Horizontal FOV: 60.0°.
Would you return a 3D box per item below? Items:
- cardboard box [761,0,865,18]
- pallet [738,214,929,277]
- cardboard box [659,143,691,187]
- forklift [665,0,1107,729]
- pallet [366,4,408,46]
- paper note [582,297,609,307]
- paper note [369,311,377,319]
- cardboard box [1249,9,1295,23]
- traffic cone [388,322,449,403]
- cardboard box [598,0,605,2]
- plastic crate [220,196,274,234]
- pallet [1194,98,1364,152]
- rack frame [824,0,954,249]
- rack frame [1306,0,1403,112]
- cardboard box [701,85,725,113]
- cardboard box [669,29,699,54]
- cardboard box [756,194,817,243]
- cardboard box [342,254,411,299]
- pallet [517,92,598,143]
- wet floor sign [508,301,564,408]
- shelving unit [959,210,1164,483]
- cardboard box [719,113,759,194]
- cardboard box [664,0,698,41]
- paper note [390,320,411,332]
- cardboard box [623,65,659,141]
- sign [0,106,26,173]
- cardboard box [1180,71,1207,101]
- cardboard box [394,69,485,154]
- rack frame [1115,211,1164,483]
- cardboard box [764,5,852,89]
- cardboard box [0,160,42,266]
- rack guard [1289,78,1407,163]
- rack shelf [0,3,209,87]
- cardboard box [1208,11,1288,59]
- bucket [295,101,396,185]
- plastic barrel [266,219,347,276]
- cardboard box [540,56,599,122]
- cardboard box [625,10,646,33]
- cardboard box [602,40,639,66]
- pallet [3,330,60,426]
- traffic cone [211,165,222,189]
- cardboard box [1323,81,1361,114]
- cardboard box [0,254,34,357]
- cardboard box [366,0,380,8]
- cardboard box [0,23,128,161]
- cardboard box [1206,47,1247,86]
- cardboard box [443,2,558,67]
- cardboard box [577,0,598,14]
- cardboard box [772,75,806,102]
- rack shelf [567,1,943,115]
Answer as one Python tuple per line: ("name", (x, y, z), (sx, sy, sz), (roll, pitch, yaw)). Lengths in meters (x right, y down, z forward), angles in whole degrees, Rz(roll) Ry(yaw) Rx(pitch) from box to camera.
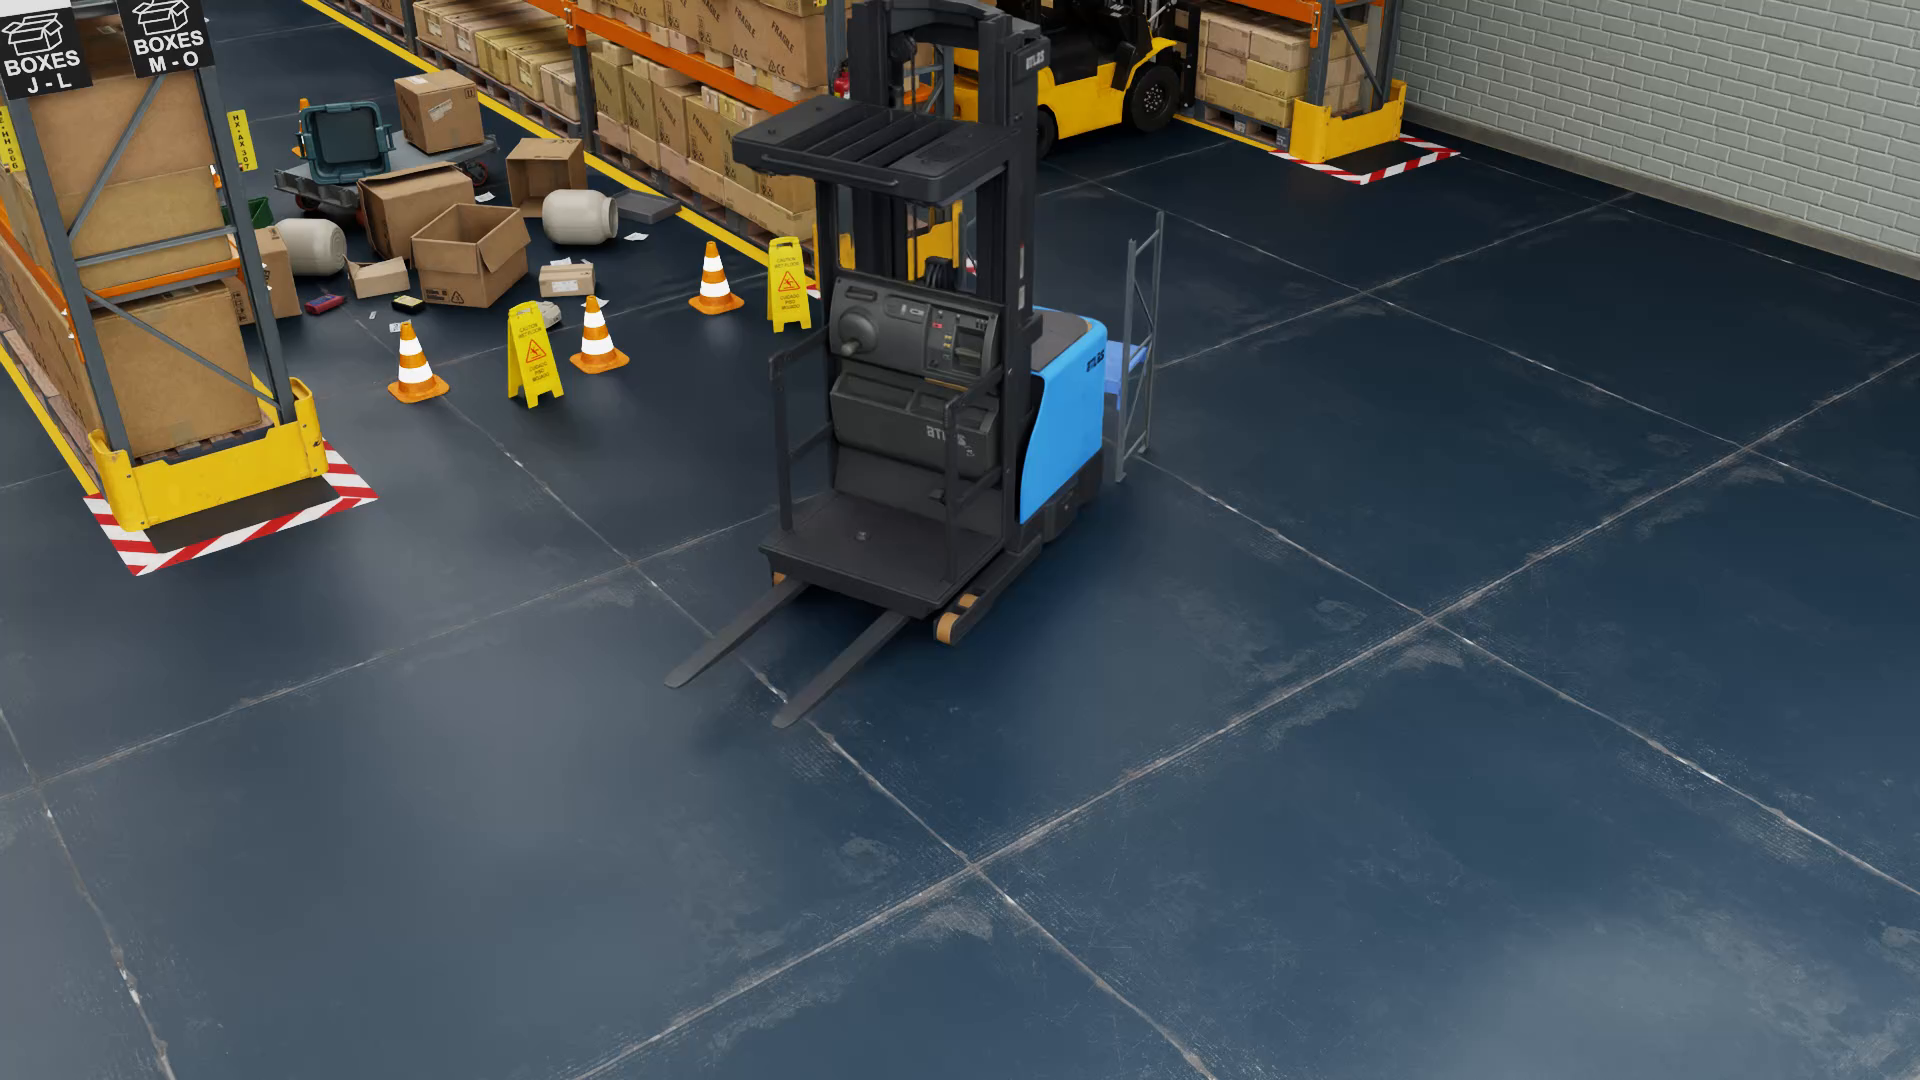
("cardboard box", (-0.959, -3.955, 11.451), (0.700, 0.500, 0.500), (-23, 39, -33))
("pallet", (-0.990, -2.417, 12.941), (1.003, 0.211, 1.213), (-22, 38, -31))
("cardboard box", (-2.114, -3.125, 13.646), (0.500, 0.250, 0.500), (-23, 38, -32))
("forklift", (-0.339, -0.989, 8.065), (1.130, 2.935, 3.031), (17, 36, 25))
("pallet", (-5.803, -5.722, 18.263), (1.003, 0.211, 1.213), (-22, 38, -31))
("paper note", (-2.626, -1.708, 11.972), (0.142, 0.019, 0.148), (18, 36, 27))
("paper note", (-4.171, -1.597, 11.813), (0.032, 0.001, 0.123), (-4, 32, -7))
("cardboard box", (2.991, -4.731, 15.284), (0.500, 0.250, 0.500), (-22, 38, -31))
("traffic cone", (-3.526, -1.179, 10.710), (0.336, 0.463, 0.334), (-22, 38, -31))
("cardboard box", (-2.877, -4.782, 13.730), (0.500, 0.500, 0.500), (-22, 38, -32))
("plastic crate", (-5.633, -2.424, 12.921), (0.450, 0.188, 0.662), (-13, 33, -1))
("pallet", (2.943, -3.948, 15.406), (1.003, 0.211, 1.213), (-22, 38, -31))
("rack frame", (-0.474, -3.220, 11.591), (1.000, 3.000, 0.127), (-22, 38, -31))
("rack frame", (3.445, -4.827, 14.179), (1.000, 3.000, 0.127), (-22, 38, -31))
("cardboard box", (-1.761, -3.421, 12.798), (0.380, 0.149, 0.250), (-21, 37, -29))
("cardboard box", (-2.033, -3.913, 12.945), (0.380, 0.149, 0.250), (-22, 38, -32))
("cardboard box", (-1.196, -2.490, 12.624), (0.500, 0.250, 0.500), (-22, 38, -32))
("cardboard box", (-4.266, -1.961, 12.156), (0.396, 0.266, 0.258), (-16, 35, -23))
("pallet", (-3.405, -4.026, 15.532), (1.003, 0.211, 1.213), (-22, 38, -31))
("wet floor sign", (-2.740, -1.204, 10.578), (0.232, 0.644, 0.267), (26, 40, 35))
("shelving unit", (0.574, -1.212, 9.780), (1.048, 1.500, 0.538), (14, 34, 21))
("cardboard box", (-1.493, -3.014, 12.758), (0.500, 0.500, 0.500), (-21, 37, -30))
("cardboard box", (-1.927, -4.163, 12.733), (0.500, 0.500, 0.500), (-22, 38, -31))
("paper note", (-3.917, -1.500, 11.637), (0.144, 0.017, 0.142), (-10, 33, -15))
("cardboard box", (-2.440, -3.663, 13.802), (0.500, 0.500, 0.500), (-21, 37, -30))
("sign", (-4.759, -1.999, 8.303), (0.100, 0.325, 0.005), (-22, 38, -31))
("cardboard box", (2.310, -4.353, 15.623), (0.500, 0.250, 0.500), (-22, 38, -31))
("cardboard box", (-4.314, -3.558, 13.787), (0.500, 0.500, 0.500), (-22, 38, -31))
("rack frame", (1.034, -1.098, 9.596), (0.032, 1.500, 0.500), (14, 34, 21))
("cardboard box", (-1.024, -3.526, 11.707), (0.500, 0.500, 0.500), (-23, 39, -32))
("cardboard box", (-4.939, -2.002, 9.488), (0.875, 0.550, 0.550), (-22, 38, -31))
("rack guard", (3.460, -3.755, 14.822), (1.175, 0.500, 0.348), (-22, 38, -31))
("rack shelf", (-5.548, -3.378, 9.685), (1.077, 0.370, 4.000), (-22, 38, -31))
("cardboard box", (2.599, -4.564, 15.016), (0.500, 0.250, 0.500), (-22, 38, -31))
("bucket", (-4.870, -3.187, 13.201), (0.726, 0.611, 0.620), (-10, 23, -15))
("plastic barrel", (-4.867, -2.172, 12.346), (0.512, 0.421, 0.421), (1, 32, 2))
("cardboard box", (-3.250, -4.167, 15.208), (0.950, 0.372, 0.625), (-22, 38, -31))
("cardboard box", (-2.480, -4.241, 13.474), (0.380, 0.149, 0.250), (-21, 38, -30))
("cardboard box", (-2.749, -4.086, 13.869), (0.380, 0.149, 0.250), (-22, 38, -31))
("pallet", (-5.618, -1.207, 10.994), (1.003, 0.211, 1.213), (-22, 38, -31))
("traffic cone", (-6.404, -3.213, 13.984), (0.336, 0.463, 0.334), (-22, 38, -31))
("cardboard box", (3.298, -4.105, 15.225), (0.500, 0.250, 0.500), (-22, 38, -31))
("cardboard box", (-5.888, -1.860, 11.017), (0.875, 0.875, 0.875), (-22, 38, -31))
("cardboard box", (-6.281, -6.517, 18.516), (0.875, 0.875, 0.875), (-22, 38, -31))
("cardboard box", (-4.929, -2.465, 9.210), (0.875, 0.550, 0.550), (-22, 38, -31))
("cardboard box", (2.601, -4.364, 15.168), (0.500, 0.250, 0.500), (-23, 38, -32))
("cardboard box", (-4.582, -5.072, 16.666), (0.950, 0.372, 0.625), (-23, 39, -32))
("cardboard box", (-2.987, -4.545, 13.963), (0.380, 0.149, 0.250), (-22, 38, -32))
("cardboard box", (-1.115, -3.269, 11.909), (0.380, 0.149, 0.250), (-23, 38, -32))
("rack shelf", (-1.700, -3.748, 13.123), (1.077, 0.370, 4.000), (-22, 38, -31))
